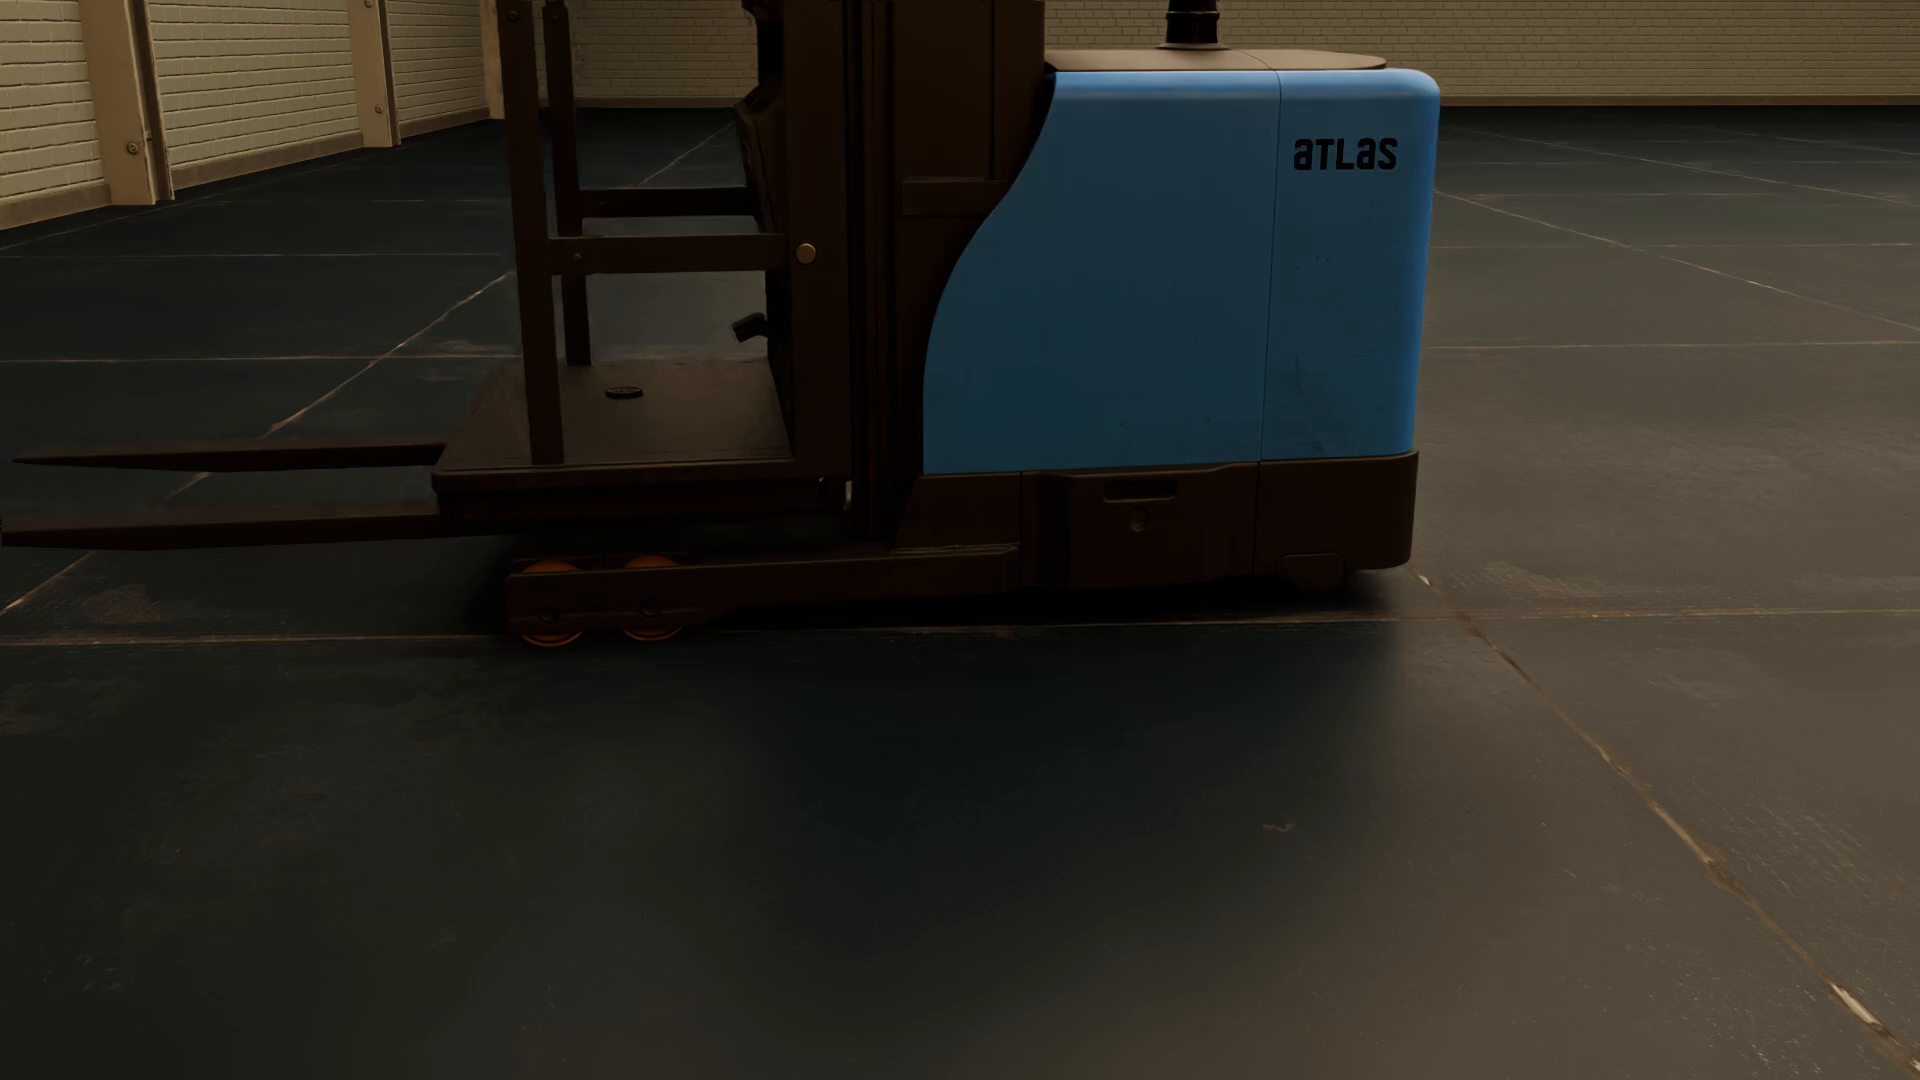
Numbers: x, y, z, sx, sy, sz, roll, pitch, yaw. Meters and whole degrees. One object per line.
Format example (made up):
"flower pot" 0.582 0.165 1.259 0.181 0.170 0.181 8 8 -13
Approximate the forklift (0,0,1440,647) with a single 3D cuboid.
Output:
"forklift" -0.600 -1.359 3.349 3.031 2.935 1.130 -3 17 -9
